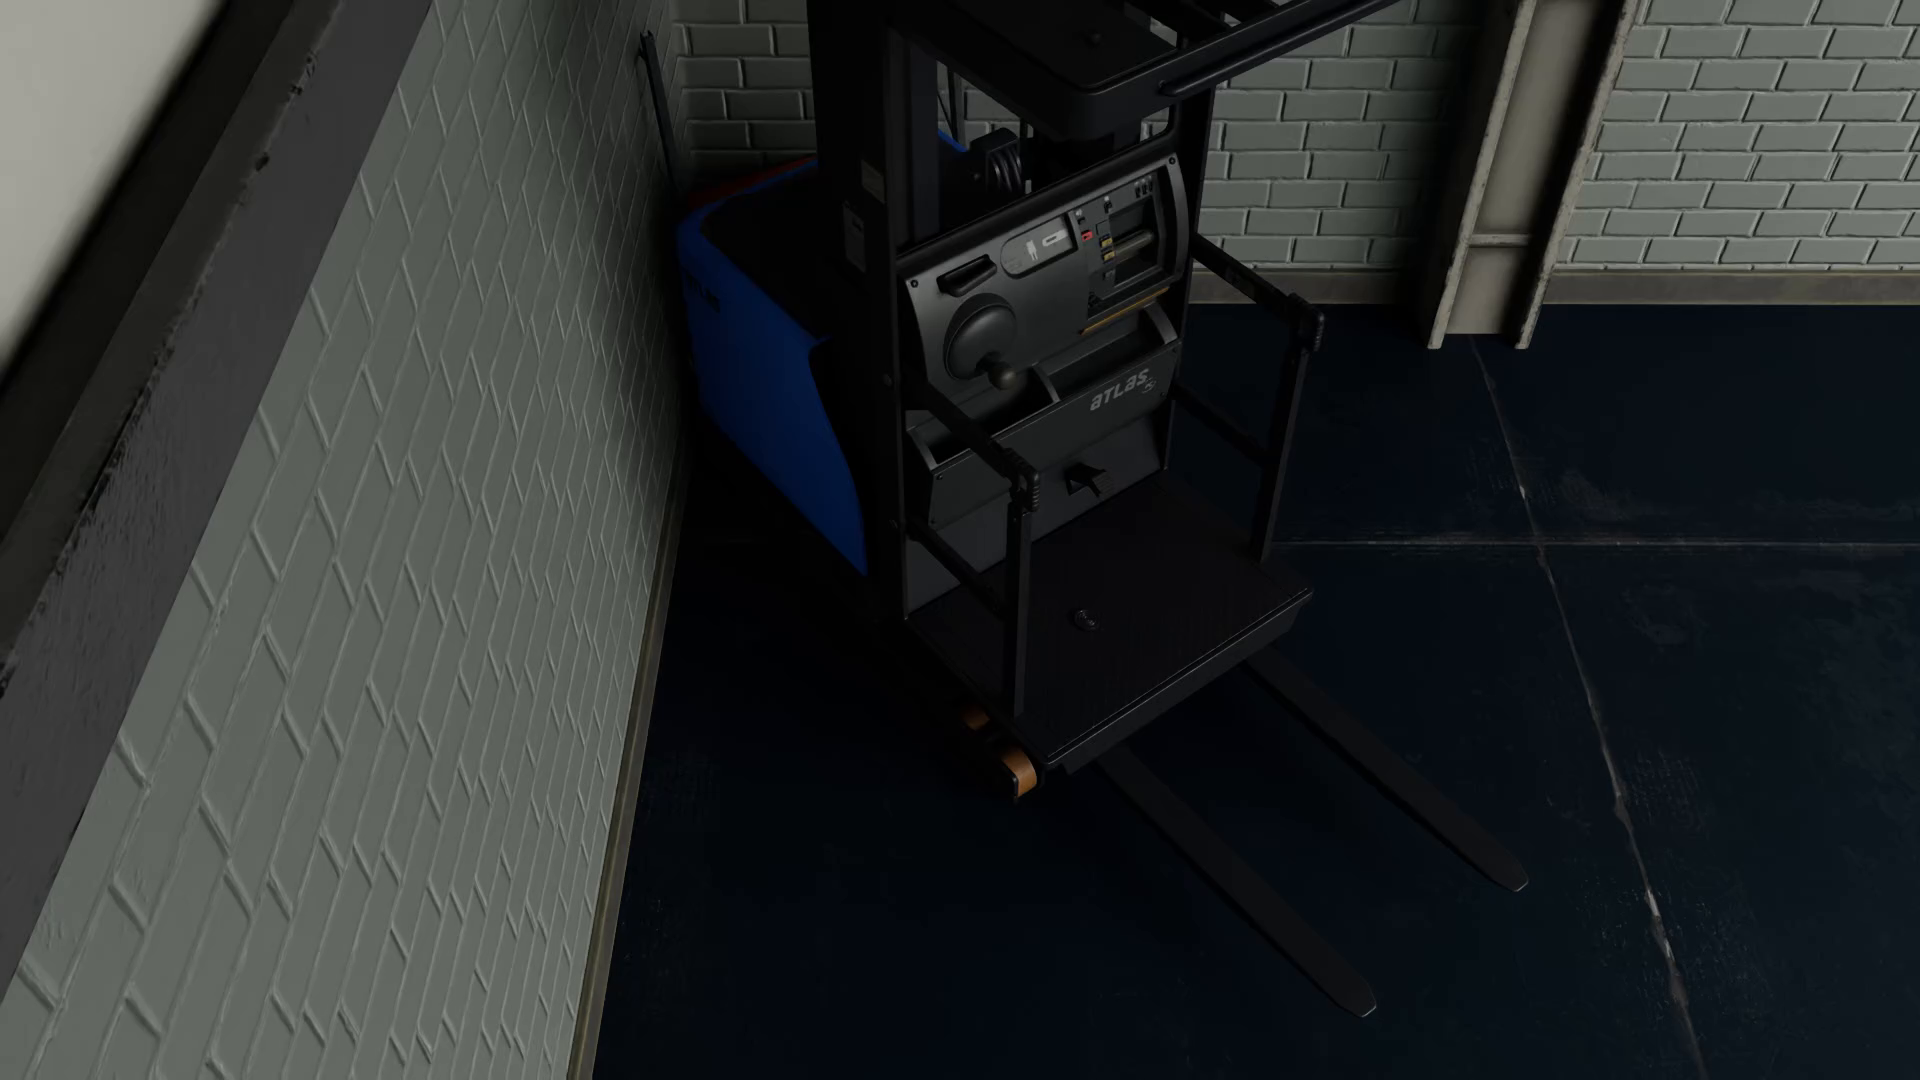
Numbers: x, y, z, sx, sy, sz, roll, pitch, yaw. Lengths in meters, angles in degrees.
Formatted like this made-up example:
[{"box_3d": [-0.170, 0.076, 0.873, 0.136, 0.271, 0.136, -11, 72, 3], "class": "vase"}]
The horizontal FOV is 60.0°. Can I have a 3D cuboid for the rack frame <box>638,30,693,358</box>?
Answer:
[{"box_3d": [-1.005, -1.109, 5.681, 0.032, 1.500, 0.500, -22, 45, -18], "class": "rack frame"}]

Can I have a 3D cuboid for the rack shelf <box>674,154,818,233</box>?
[{"box_3d": [-0.545, -1.159, 5.958, 1.000, 0.185, 0.538, -22, 45, -18], "class": "rack shelf"}]

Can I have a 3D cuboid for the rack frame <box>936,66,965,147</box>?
[{"box_3d": [-0.108, -1.474, 5.991, 0.032, 1.500, 0.500, -22, 45, -18], "class": "rack frame"}]

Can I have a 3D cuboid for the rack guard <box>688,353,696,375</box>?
[{"box_3d": [-0.948, -0.657, 6.109, 0.087, 0.250, 0.587, -22, 45, -18], "class": "rack guard"}]

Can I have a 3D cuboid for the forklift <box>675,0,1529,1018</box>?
[{"box_3d": [0.380, -0.638, 4.341, 1.130, 2.935, 3.031, -29, 54, -25], "class": "forklift"}]

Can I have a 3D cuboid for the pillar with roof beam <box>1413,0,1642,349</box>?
[{"box_3d": [1.988, -0.769, 0.318, 0.400, 9.000, 9.100, 0, 47, 0], "class": "pillar with roof beam"}]

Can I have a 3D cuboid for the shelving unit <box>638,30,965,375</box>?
[{"box_3d": [-0.549, -1.294, 5.839, 1.083, 1.500, 0.587, -22, 45, -18], "class": "shelving unit"}]
